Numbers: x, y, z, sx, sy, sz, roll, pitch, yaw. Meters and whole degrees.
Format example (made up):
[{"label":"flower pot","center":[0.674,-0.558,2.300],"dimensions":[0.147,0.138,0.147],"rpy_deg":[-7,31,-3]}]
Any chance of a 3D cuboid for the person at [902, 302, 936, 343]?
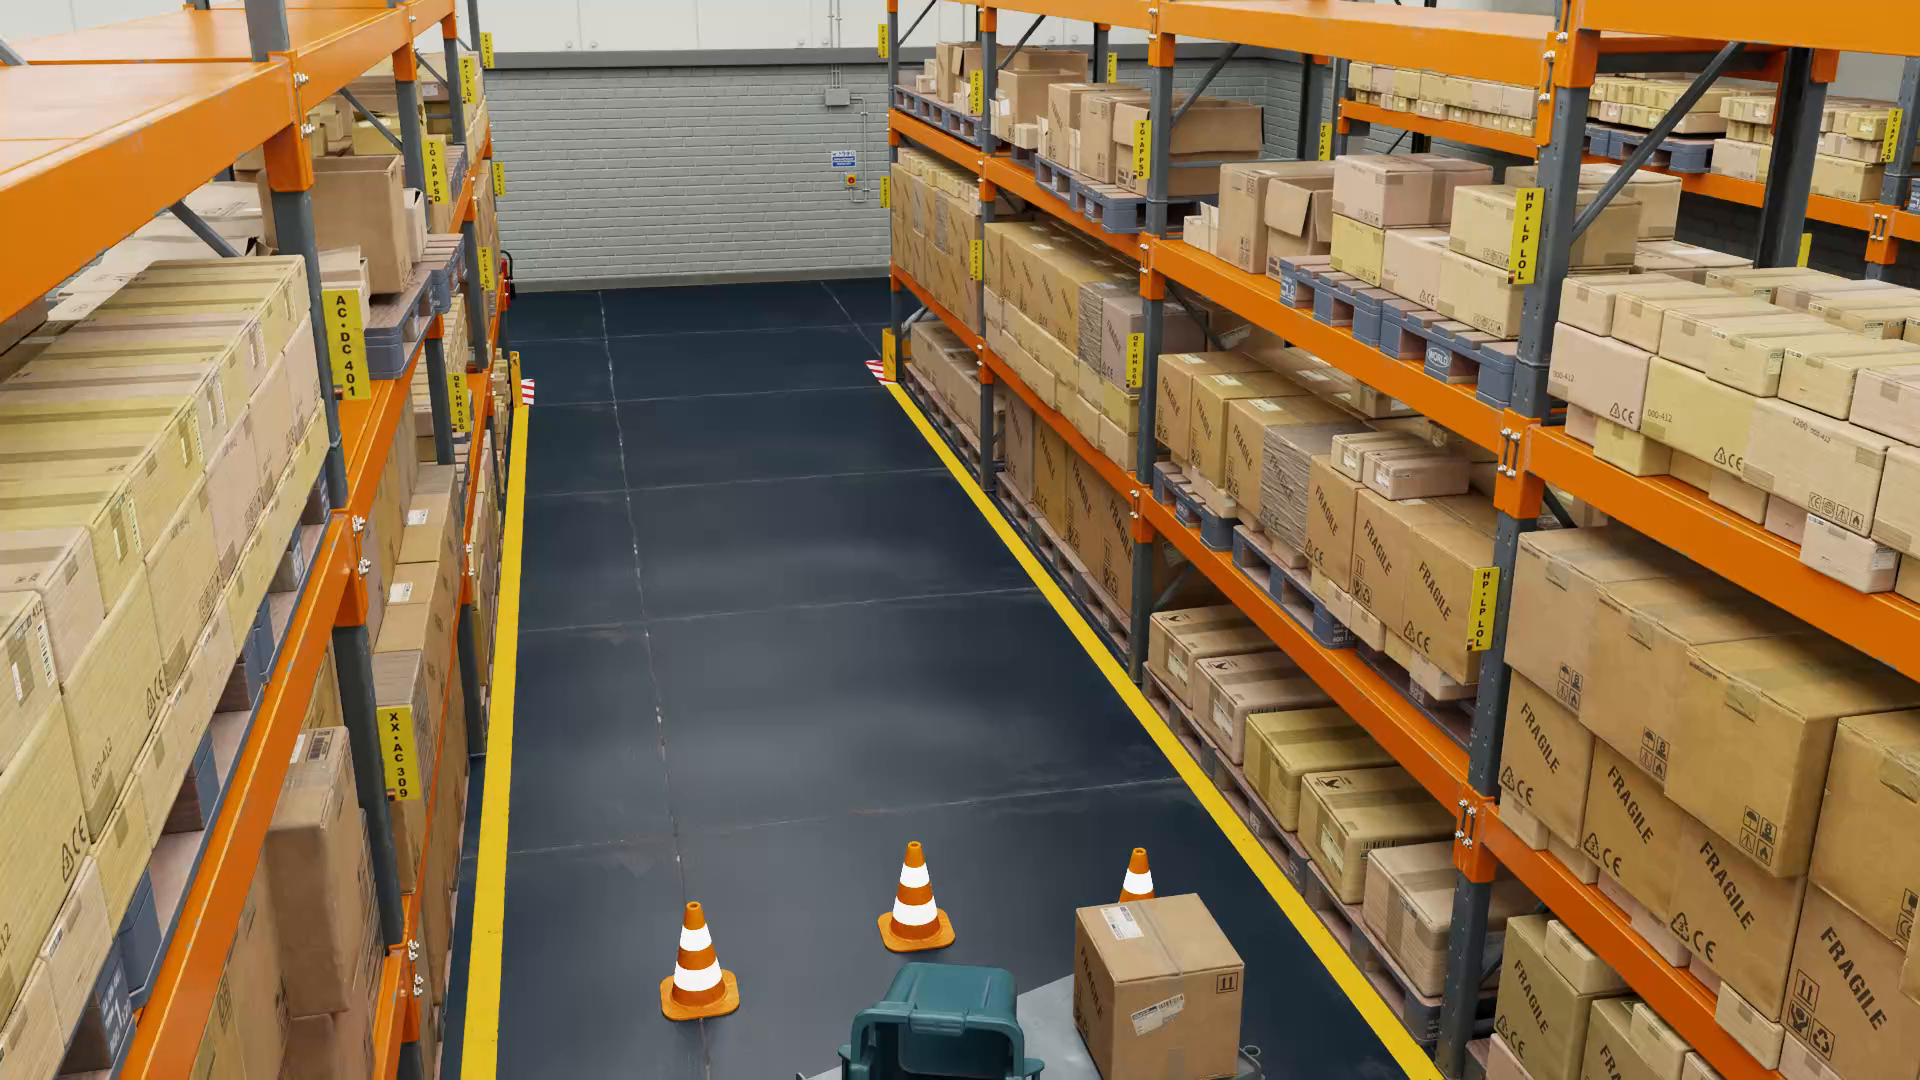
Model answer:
[{"label":"person","center":[-0.475,-2.988,18.819],"dimensions":[0.571,1.665,0.459],"rpy_deg":[-6,21,-16]}]
